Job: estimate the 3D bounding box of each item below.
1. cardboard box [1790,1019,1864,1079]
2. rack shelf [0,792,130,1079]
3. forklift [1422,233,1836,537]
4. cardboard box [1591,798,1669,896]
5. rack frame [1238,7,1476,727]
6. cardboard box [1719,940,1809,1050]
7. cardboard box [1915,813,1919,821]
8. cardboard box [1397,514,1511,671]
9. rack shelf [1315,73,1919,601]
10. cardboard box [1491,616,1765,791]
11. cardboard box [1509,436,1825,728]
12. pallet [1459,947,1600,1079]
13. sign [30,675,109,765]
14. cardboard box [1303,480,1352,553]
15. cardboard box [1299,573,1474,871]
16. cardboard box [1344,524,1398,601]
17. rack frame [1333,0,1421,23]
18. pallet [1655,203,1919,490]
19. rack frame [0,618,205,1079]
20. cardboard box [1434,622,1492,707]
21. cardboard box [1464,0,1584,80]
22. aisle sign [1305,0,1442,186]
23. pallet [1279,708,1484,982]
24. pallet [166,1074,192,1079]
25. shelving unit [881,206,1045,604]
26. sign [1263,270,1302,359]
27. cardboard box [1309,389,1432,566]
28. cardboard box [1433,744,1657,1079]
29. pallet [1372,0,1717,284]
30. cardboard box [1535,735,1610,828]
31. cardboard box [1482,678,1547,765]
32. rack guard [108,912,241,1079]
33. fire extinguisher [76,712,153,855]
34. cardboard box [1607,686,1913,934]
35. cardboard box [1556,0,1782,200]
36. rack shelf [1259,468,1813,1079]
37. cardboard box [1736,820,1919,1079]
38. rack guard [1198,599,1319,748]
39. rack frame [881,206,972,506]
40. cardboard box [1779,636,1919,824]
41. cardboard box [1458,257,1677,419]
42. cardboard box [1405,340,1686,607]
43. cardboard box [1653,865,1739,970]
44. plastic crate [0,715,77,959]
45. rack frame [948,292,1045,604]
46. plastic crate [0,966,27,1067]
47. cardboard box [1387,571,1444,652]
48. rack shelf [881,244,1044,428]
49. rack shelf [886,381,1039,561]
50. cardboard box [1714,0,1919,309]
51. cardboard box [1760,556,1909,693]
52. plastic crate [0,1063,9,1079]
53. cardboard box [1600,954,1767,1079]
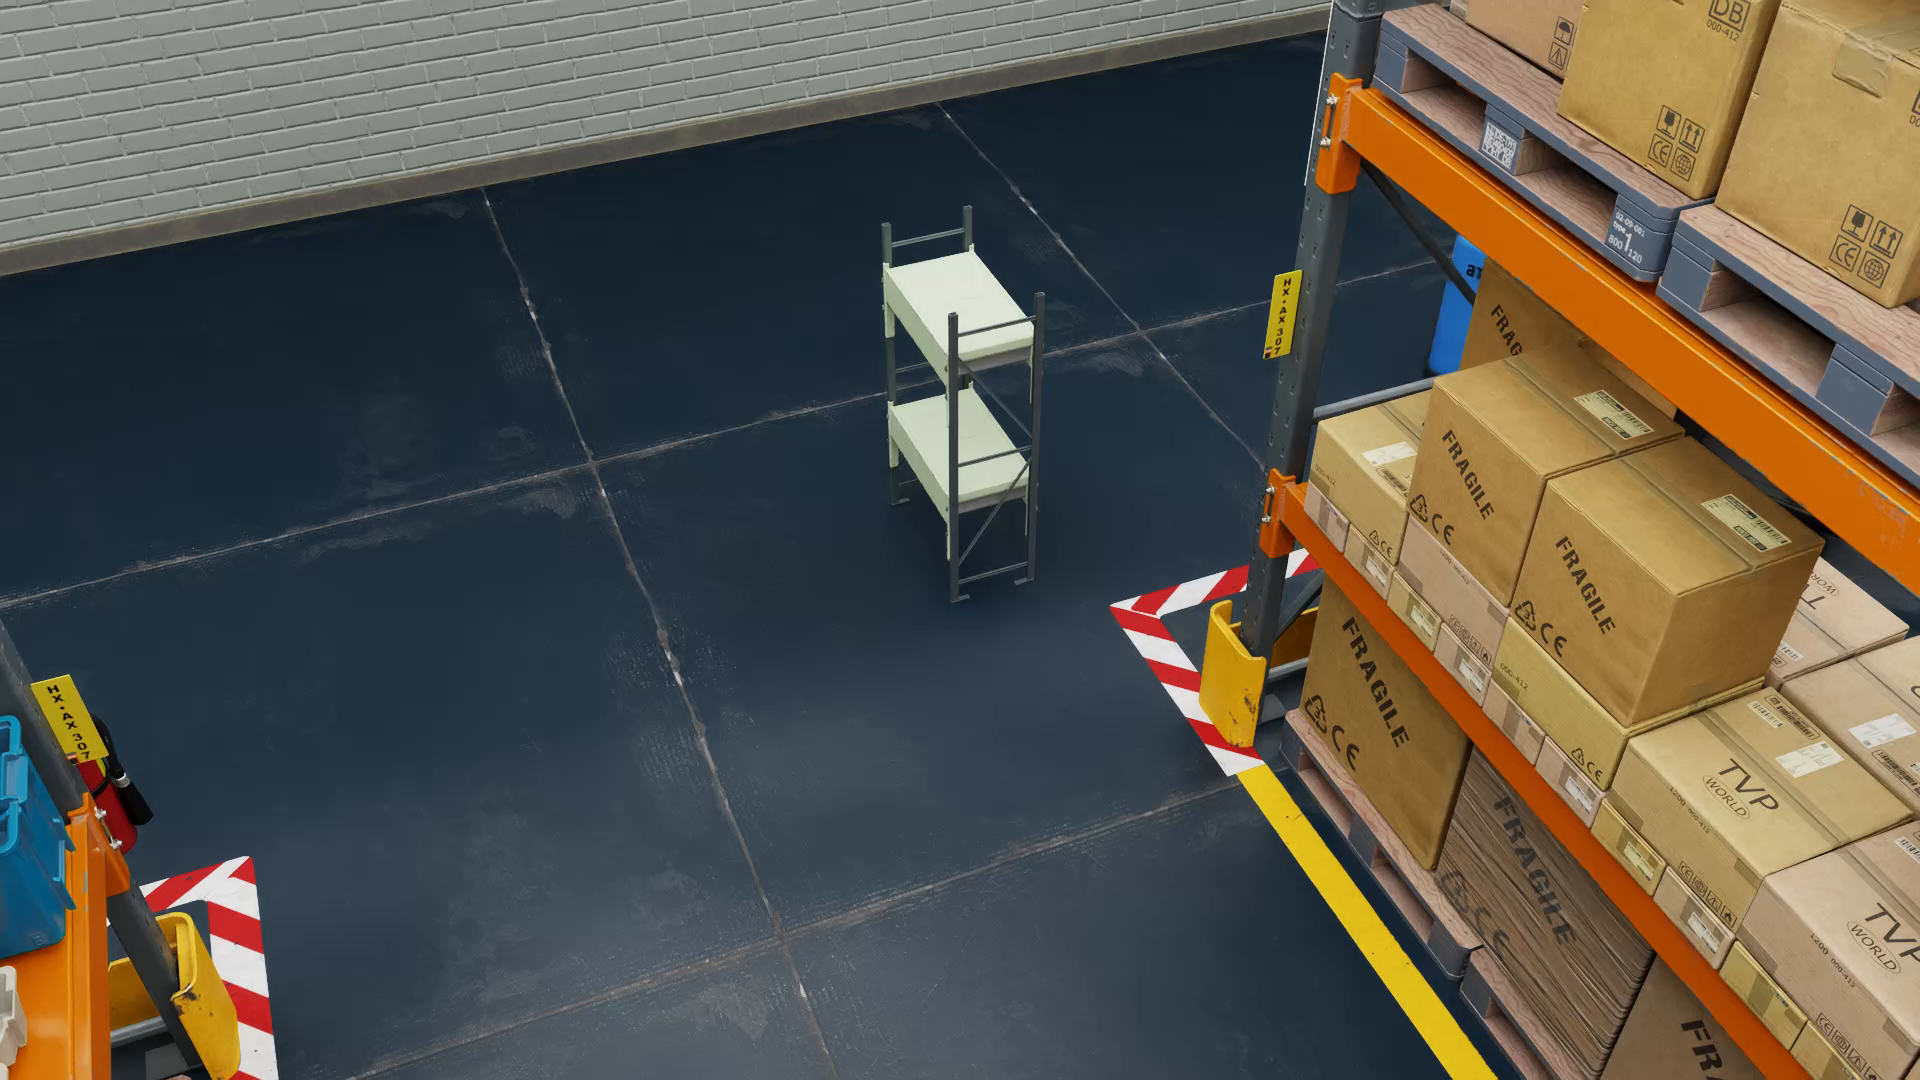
[{"bbox_3d":[2.301,1.262,4.093,0.380,0.149,0.250,-14,43,-16],"label":"cardboard box"},{"bbox_3d":[-2.227,2.193,3.370,1.077,0.370,4.000,-15,43,-17],"label":"rack shelf"},{"bbox_3d":[3.761,-1.372,7.016,3.031,2.935,1.130,27,48,28],"label":"forklift"},{"bbox_3d":[2.004,0.797,4.634,0.380,0.149,0.250,-16,43,-18],"label":"cardboard box"},{"bbox_3d":[1.584,-0.521,5.973,1.000,3.000,0.127,-15,43,-17],"label":"rack frame"},{"bbox_3d":[2.203,1.108,4.272,0.380,0.149,0.250,-16,43,-18],"label":"cardboard box"},{"bbox_3d":[2.787,0.873,4.240,0.500,0.250,0.500,-14,43,-16],"label":"cardboard box"},{"bbox_3d":[1.723,0.091,5.149,0.500,0.250,0.500,-16,43,-17],"label":"cardboard box"},{"bbox_3d":[2.349,-0.180,3.829,1.077,0.370,4.000,-15,43,-17],"label":"rack shelf"},{"bbox_3d":[1.912,0.395,4.796,0.500,0.250,0.500,-16,43,-18],"label":"cardboard box"},{"bbox_3d":[1.913,0.107,4.555,0.500,0.500,0.500,-16,43,-18],"label":"cardboard box"},{"bbox_3d":[2.425,1.733,5.492,1.003,0.211,1.213,-15,43,-17],"label":"pallet"},{"bbox_3d":[-2.490,0.506,4.654,0.100,0.325,0.005,-15,43,-17],"label":"sign"},{"bbox_3d":[1.415,-0.129,5.711,0.380,0.149,0.250,-15,43,-16],"label":"cardboard box"},{"bbox_3d":[1.903,0.491,6.104,0.875,0.875,0.875,-15,43,-17],"label":"cardboard box"},{"bbox_3d":[1.514,0.025,5.532,0.380,0.149,0.250,-16,43,-17],"label":"cardboard box"},{"bbox_3d":[1.584,-2.795,4.017,1.000,3.000,0.127,-15,43,-17],"label":"rack frame"},{"bbox_3d":[2.348,-0.444,3.652,1.003,0.211,1.213,-15,43,-17],"label":"pallet"},{"bbox_3d":[-2.992,0.715,4.537,1.000,3.000,0.127,-15,43,-17],"label":"rack frame"},{"bbox_3d":[1.713,0.336,5.170,0.380,0.149,0.250,-16,43,-18],"label":"cardboard box"},{"bbox_3d":[1.832,-1.593,4.445,0.700,0.500,0.500,-18,44,-19],"label":"cardboard box"},{"bbox_3d":[1.279,-1.475,5.089,0.394,0.787,0.004,-15,43,-17],"label":"aisle sign"},{"bbox_3d":[1.962,0.999,6.345,1.003,0.211,1.213,-15,43,-17],"label":"pallet"},{"bbox_3d":[-2.713,2.279,4.857,1.003,0.211,1.213,-15,43,-17],"label":"pallet"},{"bbox_3d":[0.003,-0.565,7.175,0.431,1.500,0.755,-15,43,-17],"label":"shelving unit"},{"bbox_3d":[1.069,-0.744,5.509,0.100,0.325,0.005,-15,43,-17],"label":"sign"},{"bbox_3d":[1.518,-0.220,5.511,0.500,0.250,0.500,-16,43,-18],"label":"cardboard box"},{"bbox_3d":[2.251,1.040,5.467,0.875,0.875,0.875,-15,43,-17],"label":"cardboard box"},{"bbox_3d":[1.877,-1.180,4.508,1.003,0.211,1.213,-15,43,-17],"label":"pallet"},{"bbox_3d":[1.909,0.645,4.811,0.380,0.149,0.250,-16,43,-17],"label":"cardboard box"},{"bbox_3d":[1.810,0.489,4.992,0.380,0.149,0.250,-16,43,-18],"label":"cardboard box"},{"bbox_3d":[-3.014,1.652,5.365,1.175,0.500,0.348,-15,43,-17],"label":"rack guard"},{"bbox_3d":[-2.630,0.681,4.921,0.296,0.674,0.183,-15,43,-17],"label":"fire extinguisher"},{"bbox_3d":[2.116,0.708,4.432,0.500,0.250,0.500,-16,43,-18],"label":"cardboard box"},{"bbox_3d":[1.936,-1.224,4.015,0.700,0.500,0.500,-17,43,-18],"label":"cardboard box"},{"bbox_3d":[2.349,0.957,4.807,1.077,0.370,4.000,-15,43,-17],"label":"rack shelf"},{"bbox_3d":[2.307,1.014,4.076,0.500,0.250,0.500,-14,43,-16],"label":"cardboard box"},{"bbox_3d":[1.575,0.413,6.805,1.175,0.500,0.348,-15,43,-17],"label":"rack guard"},{"bbox_3d":[-0.137,-0.785,7.431,0.400,1.500,0.023,-15,43,-17],"label":"rack frame"},{"bbox_3d":[2.606,0.574,4.587,0.500,0.250,0.500,-15,43,-17],"label":"cardboard box"},{"bbox_3d":[2.013,-0.633,5.416,0.500,0.500,0.500,-15,43,-16],"label":"cardboard box"},{"bbox_3d":[1.709,-0.203,4.916,0.500,0.500,0.500,-16,43,-18],"label":"cardboard box"},{"bbox_3d":[2.106,0.955,4.451,0.380,0.149,0.250,-14,43,-16],"label":"cardboard box"},{"bbox_3d":[-2.692,0.834,4.325,0.616,0.435,0.499,-15,43,-17],"label":"plastic crate"},{"bbox_3d":[0.143,-0.344,6.919,0.400,1.500,0.023,-15,43,-17],"label":"rack frame"},{"bbox_3d":[-2.513,1.238,4.084,0.396,0.136,0.243,-15,43,-17],"label":"plastic crate"},{"bbox_3d":[1.612,0.179,5.352,0.380,0.149,0.250,-16,43,-18],"label":"cardboard box"},{"bbox_3d":[0.003,-0.861,6.920,0.431,0.370,0.720,-15,43,-17],"label":"rack shelf"},{"bbox_3d":[0.003,-0.317,7.387,0.431,0.370,0.720,-15,43,-17],"label":"rack shelf"},{"bbox_3d":[2.179,-0.925,3.667,0.700,0.500,0.500,-18,44,-20],"label":"cardboard box"},{"bbox_3d":[2.403,0.261,4.951,0.500,0.250,0.500,-17,43,-18],"label":"cardboard box"},{"bbox_3d":[-2.416,1.416,3.877,0.396,0.136,0.243,-15,43,-17],"label":"plastic crate"},{"bbox_3d":[2.591,1.576,4.843,0.875,0.875,0.875,-15,43,-17],"label":"cardboard box"}]
